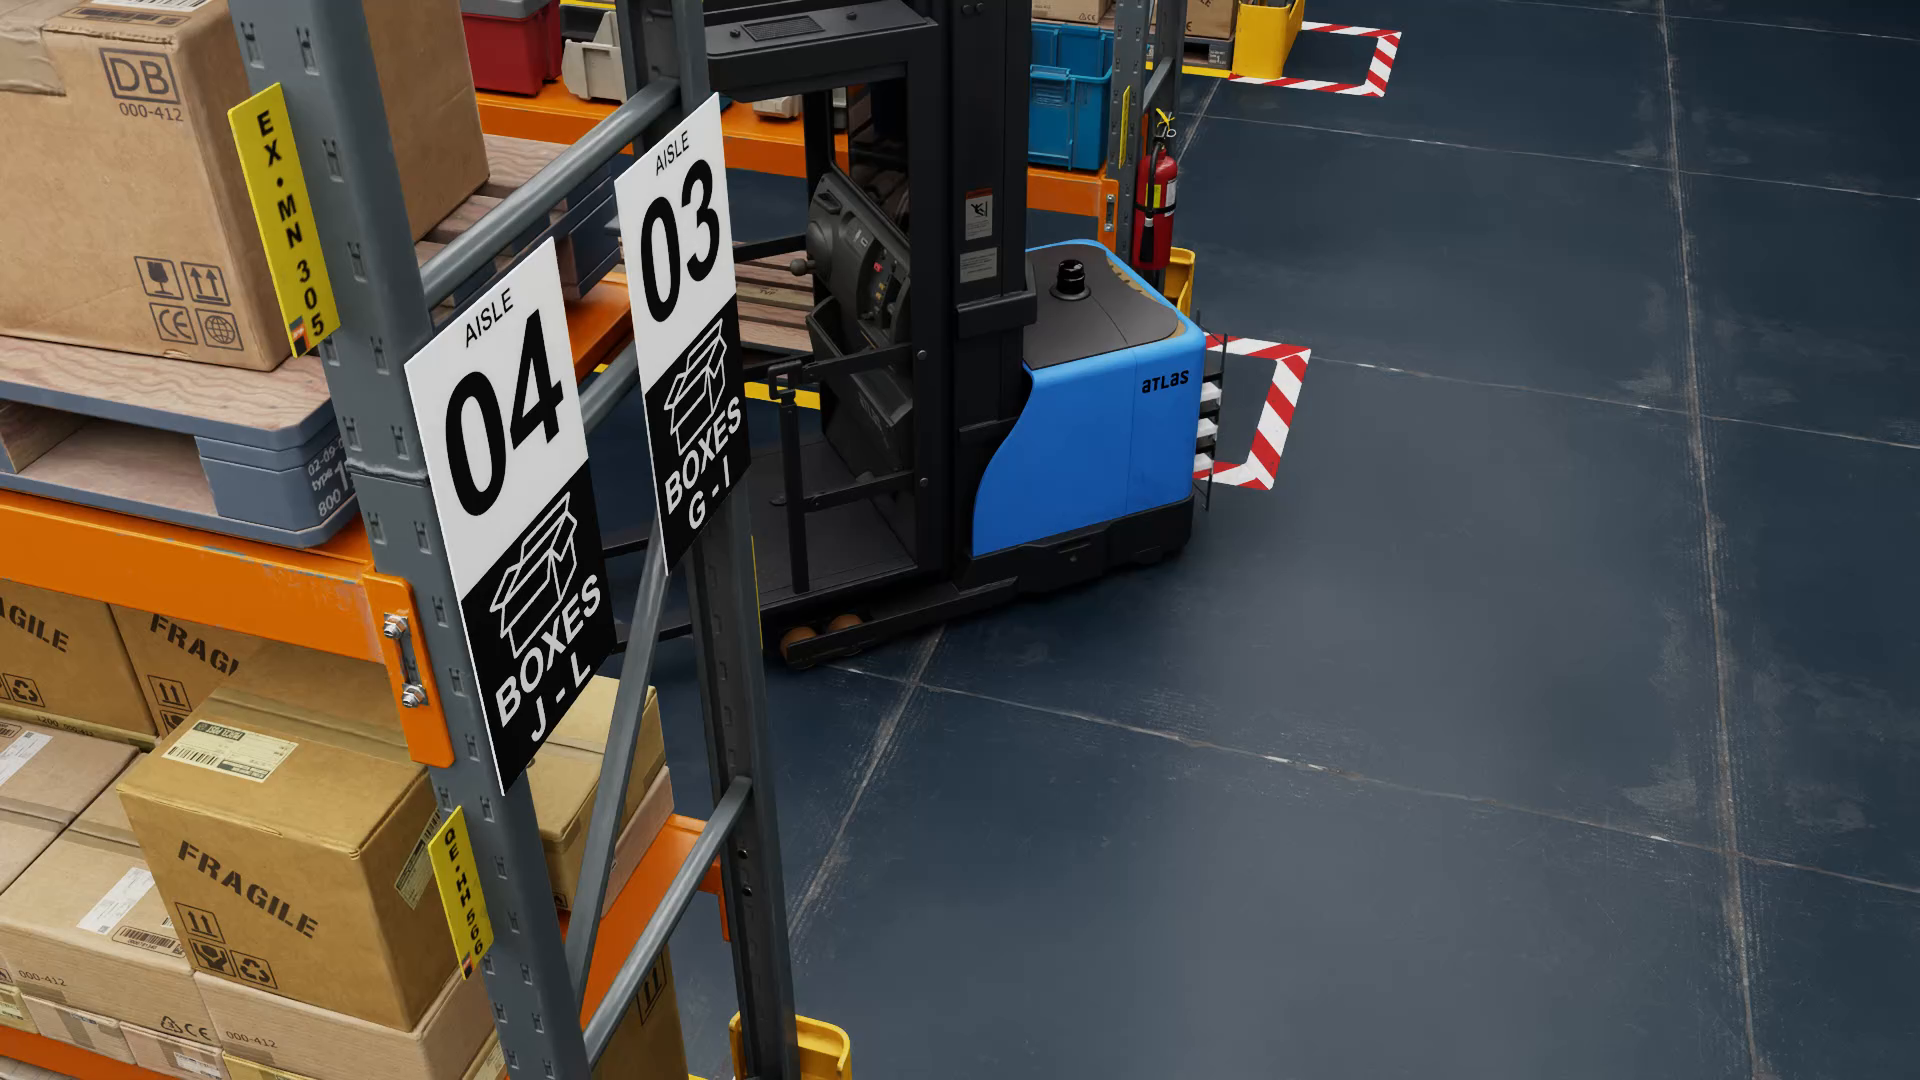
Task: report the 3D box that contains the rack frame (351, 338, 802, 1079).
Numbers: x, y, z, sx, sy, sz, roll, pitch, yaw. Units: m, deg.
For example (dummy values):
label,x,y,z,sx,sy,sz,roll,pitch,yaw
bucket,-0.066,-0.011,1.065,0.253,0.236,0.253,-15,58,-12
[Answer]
label,x,y,z,sx,sy,sz,roll,pitch,yaw
rack frame,-0.645,0.842,3.576,0.127,3.000,1.000,10,38,14

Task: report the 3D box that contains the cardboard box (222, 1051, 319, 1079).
label,x,y,z,sx,sy,sz,roll,pitch,yaw
cardboard box,-1.332,1.021,3.544,0.250,0.149,0.380,11,38,14

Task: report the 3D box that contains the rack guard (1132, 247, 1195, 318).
label,x,y,z,sx,sy,sz,roll,pitch,yaw
rack guard,0.858,-0.957,8.129,0.348,0.500,1.175,10,38,14

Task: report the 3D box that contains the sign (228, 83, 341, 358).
label,x,y,z,sx,sy,sz,roll,pitch,yaw
sign,-0.820,-0.386,2.034,0.005,0.325,0.100,10,38,14

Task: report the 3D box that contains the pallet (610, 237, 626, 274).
label,x,y,z,sx,sy,sz,roll,pitch,yaw
pallet,-2.273,-1.437,9.024,1.213,0.211,1.003,10,38,14

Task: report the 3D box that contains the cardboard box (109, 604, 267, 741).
label,x,y,z,sx,sy,sz,roll,pitch,yaw
cardboard box,-1.500,0.154,3.753,0.500,0.500,0.500,10,37,13

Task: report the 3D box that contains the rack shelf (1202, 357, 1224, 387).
label,x,y,z,sx,sy,sz,roll,pitch,yaw
rack shelf,0.967,-0.721,7.071,0.200,0.077,0.258,-15,39,-19

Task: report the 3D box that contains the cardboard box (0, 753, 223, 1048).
label,x,y,z,sx,sy,sz,roll,pitch,yaw
cardboard box,-1.671,0.757,3.567,0.500,0.250,0.500,10,37,13

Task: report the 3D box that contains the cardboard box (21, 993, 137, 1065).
label,x,y,z,sx,sy,sz,roll,pitch,yaw
cardboard box,-1.810,0.931,3.666,0.250,0.149,0.380,11,38,15

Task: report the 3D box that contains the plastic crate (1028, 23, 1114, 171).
label,x,y,z,sx,sy,sz,roll,pitch,yaw
plastic crate,0.456,-1.953,7.292,0.499,0.435,0.616,10,38,14

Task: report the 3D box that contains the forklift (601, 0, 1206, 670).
label,x,y,z,sx,sy,sz,roll,pitch,yaw
forklift,-0.571,-1.029,6.175,3.031,2.935,1.130,-15,39,-19

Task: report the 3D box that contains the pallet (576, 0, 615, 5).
label,x,y,z,sx,sy,sz,roll,pitch,yaw
pallet,-2.294,-4.469,13.144,1.213,0.211,1.003,10,38,14

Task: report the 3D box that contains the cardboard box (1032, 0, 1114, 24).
label,x,y,z,sx,sy,sz,roll,pitch,yaw
cardboard box,0.822,-3.974,12.067,0.500,0.250,0.500,10,38,14

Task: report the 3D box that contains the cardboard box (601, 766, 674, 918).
label,x,y,z,sx,sy,sz,roll,pitch,yaw
cardboard box,-0.886,0.693,3.989,0.250,0.149,0.380,11,38,14

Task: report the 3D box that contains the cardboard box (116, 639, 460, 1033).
label,x,y,z,sx,sy,sz,roll,pitch,yaw
cardboard box,-1.189,0.543,3.225,0.500,0.500,0.500,11,38,14

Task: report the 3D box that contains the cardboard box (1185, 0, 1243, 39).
label,x,y,z,sx,sy,sz,roll,pitch,yaw
cardboard box,1.720,-3.890,11.742,0.500,0.500,0.500,10,38,14

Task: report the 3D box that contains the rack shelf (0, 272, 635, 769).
label,x,y,z,sx,sy,sz,roll,pitch,yaw
rack shelf,-2.554,-0.430,3.380,4.000,0.370,1.077,10,38,14

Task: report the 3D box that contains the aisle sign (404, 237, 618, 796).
label,x,y,z,sx,sy,sz,roll,pitch,yaw
aisle sign,-0.666,-0.023,2.557,0.004,0.787,0.394,10,38,14

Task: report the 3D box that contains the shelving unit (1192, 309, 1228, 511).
label,x,y,z,sx,sy,sz,roll,pitch,yaw
shelving unit,0.967,-0.530,7.211,0.210,0.900,0.258,-15,39,-19

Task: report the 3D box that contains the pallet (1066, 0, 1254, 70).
label,x,y,z,sx,sy,sz,roll,pitch,yaw
pallet,1.478,-3.793,12.226,1.213,0.211,1.003,10,38,14

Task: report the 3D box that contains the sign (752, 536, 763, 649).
label,x,y,z,sx,sy,sz,roll,pitch,yaw
sign,-0.474,0.148,3.721,0.005,0.325,0.100,10,38,14

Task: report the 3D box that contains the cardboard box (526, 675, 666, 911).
label,x,y,z,sx,sy,sz,roll,pitch,yaw
cardboard box,-1.023,0.545,3.855,0.500,0.250,0.500,10,37,13

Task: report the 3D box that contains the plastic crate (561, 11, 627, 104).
label,x,y,z,sx,sy,sz,roll,pitch,yaw
plastic crate,-1.584,-2.270,7.853,0.530,0.282,0.437,10,38,14

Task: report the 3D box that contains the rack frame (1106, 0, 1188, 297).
label,x,y,z,sx,sy,sz,roll,pitch,yaw
rack frame,0.832,-1.961,7.383,0.127,3.000,1.000,10,38,14

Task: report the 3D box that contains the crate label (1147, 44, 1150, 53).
label,x,y,z,sx,sy,sz,roll,pitch,yaw
crate label,0.694,-2.147,7.728,0.303,0.233,0.416,10,38,14

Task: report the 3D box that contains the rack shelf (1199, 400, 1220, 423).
label,x,y,z,sx,sy,sz,roll,pitch,yaw
rack shelf,0.967,-0.576,7.177,0.200,0.077,0.258,-15,39,-19

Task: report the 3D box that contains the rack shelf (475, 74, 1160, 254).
label,x,y,z,sx,sy,sz,roll,pitch,yaw
rack shelf,-1.078,-2.024,8.077,4.000,0.370,1.077,10,38,14

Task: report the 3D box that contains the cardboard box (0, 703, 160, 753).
label,x,y,z,sx,sy,sz,roll,pitch,yaw
cardboard box,-2.000,0.366,4.098,0.500,0.250,0.500,9,37,12

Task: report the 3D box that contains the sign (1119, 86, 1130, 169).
label,x,y,z,sx,sy,sz,roll,pitch,yaw
sign,0.683,-1.712,6.908,0.005,0.325,0.100,10,38,14

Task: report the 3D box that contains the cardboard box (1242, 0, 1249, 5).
label,x,y,z,sx,sy,sz,roll,pitch,yaw
cardboard box,2.015,-4.060,12.270,0.250,0.149,0.380,10,38,14

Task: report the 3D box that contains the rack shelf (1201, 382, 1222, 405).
label,x,y,z,sx,sy,sz,roll,pitch,yaw
rack shelf,0.967,-0.648,7.124,0.200,0.077,0.258,-15,39,-19

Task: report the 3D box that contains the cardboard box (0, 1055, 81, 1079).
label,x,y,z,sx,sy,sz,roll,pitch,yaw
cardboard box,-2.149,1.300,4.392,0.875,0.875,0.875,10,38,14

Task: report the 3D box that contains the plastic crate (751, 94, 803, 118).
label,x,y,z,sx,sy,sz,roll,pitch,yaw
plastic crate,-0.834,-2.057,7.686,0.250,0.136,0.298,10,38,14
